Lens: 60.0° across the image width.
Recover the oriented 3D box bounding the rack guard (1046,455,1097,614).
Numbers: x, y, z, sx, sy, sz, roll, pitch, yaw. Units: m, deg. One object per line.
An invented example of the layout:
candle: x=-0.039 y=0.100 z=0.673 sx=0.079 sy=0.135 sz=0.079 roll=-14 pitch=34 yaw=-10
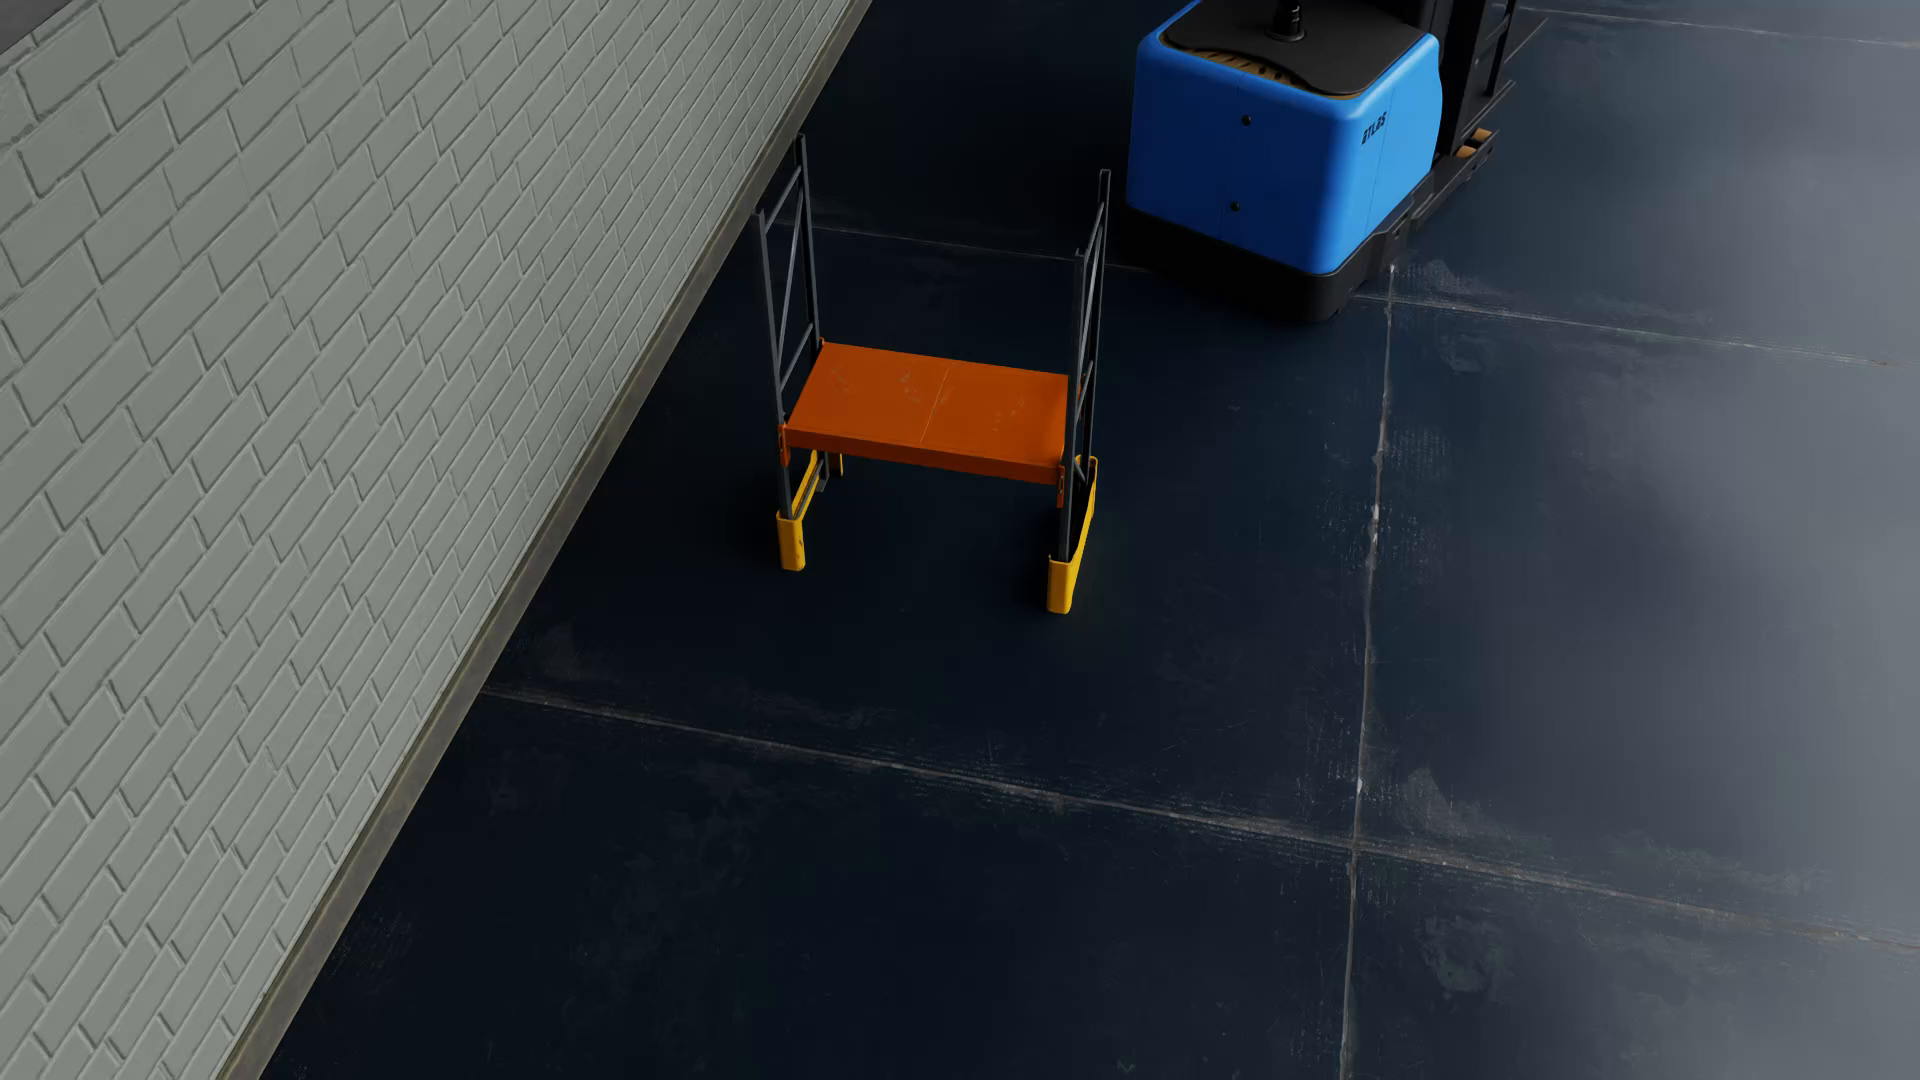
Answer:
rack guard: x=0.412 y=-0.026 z=6.097 sx=0.087 sy=0.250 sz=0.587 roll=9 pitch=45 yaw=9

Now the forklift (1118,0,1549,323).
forklift: x=1.979 y=-2.971 z=7.223 sx=1.130 sy=2.935 sz=3.031 roll=26 pitch=50 yaw=25

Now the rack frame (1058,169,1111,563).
rack frame: x=0.413 y=-0.476 z=5.663 sx=0.032 sy=1.500 sz=0.500 roll=9 pitch=45 yaw=9

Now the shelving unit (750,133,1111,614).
shelving unit: x=-0.074 y=-0.552 z=5.742 sx=1.083 sy=1.500 sz=0.587 roll=9 pitch=45 yaw=9

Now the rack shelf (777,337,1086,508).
rack shelf: x=-0.083 y=-0.424 z=5.868 sx=1.000 sy=0.185 sz=0.538 roll=9 pitch=45 yaw=9

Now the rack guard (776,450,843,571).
rack guard: x=-0.560 y=-0.177 z=6.254 sx=0.087 sy=0.250 sz=0.587 roll=9 pitch=45 yaw=9

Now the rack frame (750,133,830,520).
rack frame: x=-0.579 y=-0.630 z=5.823 sx=0.032 sy=1.500 sz=0.500 roll=9 pitch=45 yaw=9
